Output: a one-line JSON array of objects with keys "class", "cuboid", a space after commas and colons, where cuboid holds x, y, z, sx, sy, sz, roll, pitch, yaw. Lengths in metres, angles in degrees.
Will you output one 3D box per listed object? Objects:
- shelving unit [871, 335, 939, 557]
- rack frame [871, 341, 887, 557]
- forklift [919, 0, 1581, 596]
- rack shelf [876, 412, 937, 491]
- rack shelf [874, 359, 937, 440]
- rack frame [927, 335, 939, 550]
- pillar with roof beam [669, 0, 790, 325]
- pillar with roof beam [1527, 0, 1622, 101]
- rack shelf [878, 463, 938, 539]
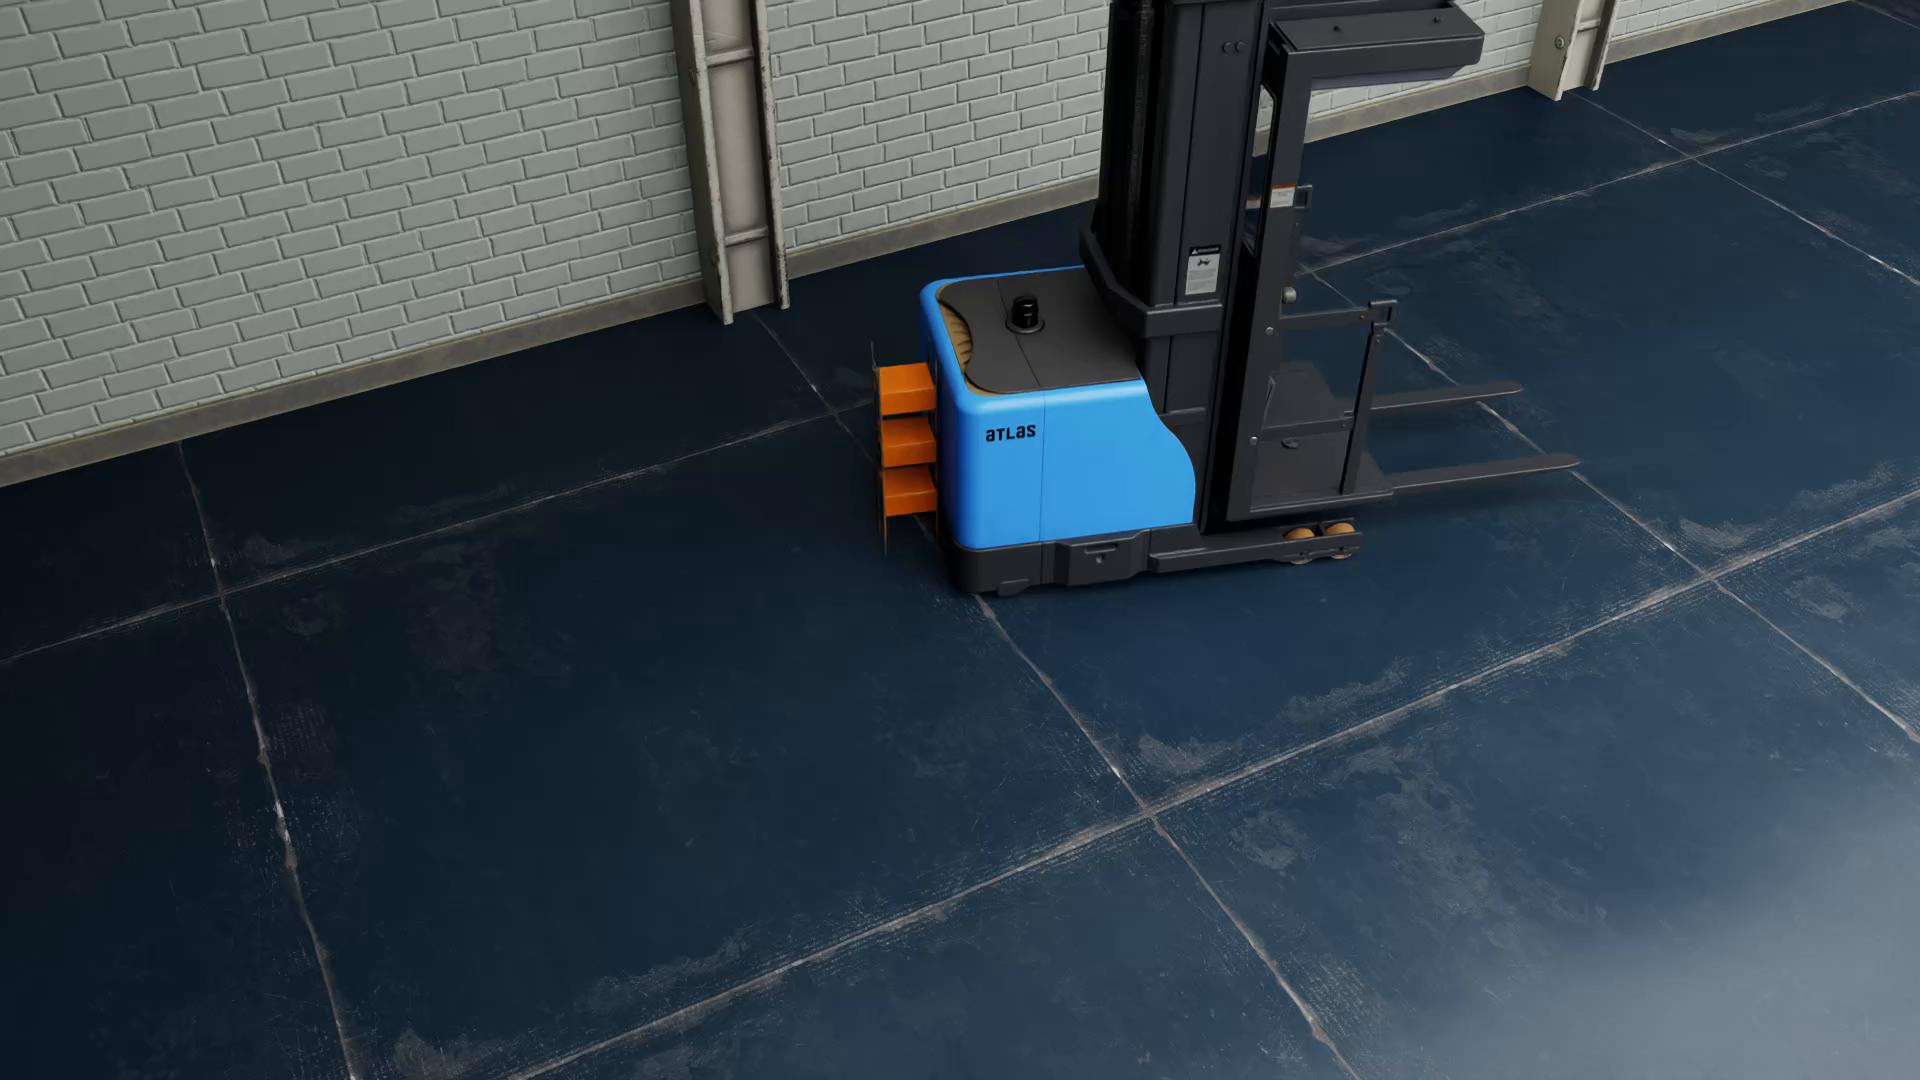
[{"class": "shelving unit", "cuboid": [-0.240, -0.403, 7.402, 0.252, 1.050, 0.215, -7, 41, -8]}, {"class": "rack frame", "cuboid": [-0.359, -0.388, 7.384, 0.008, 1.050, 0.200, -7, 41, -8]}, {"class": "forklift", "cuboid": [1.374, -1.338, 7.051, 3.031, 2.935, 1.130, -7, 41, -8]}, {"class": "rack shelf", "cuboid": [-0.240, -0.394, 7.409, 0.240, 0.259, 0.215, -7, 41, -8]}, {"class": "rack shelf", "cuboid": [-0.240, -0.611, 7.225, 0.240, 0.259, 0.215, -7, 41, -8]}, {"class": "rack frame", "cuboid": [-0.120, -0.417, 7.420, 0.008, 1.050, 0.200, -7, 41, -8]}, {"class": "pillar with roof beam", "cuboid": [0.796, -2.296, 3.486, 0.400, 9.000, 9.100, -19, 44, -21]}, {"class": "pillar with roof beam", "cuboid": [6.118, -4.087, 5.602, 0.400, 9.000, 9.100, -19, 44, -21]}, {"class": "rack shelf", "cuboid": [-0.240, -0.182, 7.588, 0.240, 0.259, 0.215, -7, 41, -8]}]
